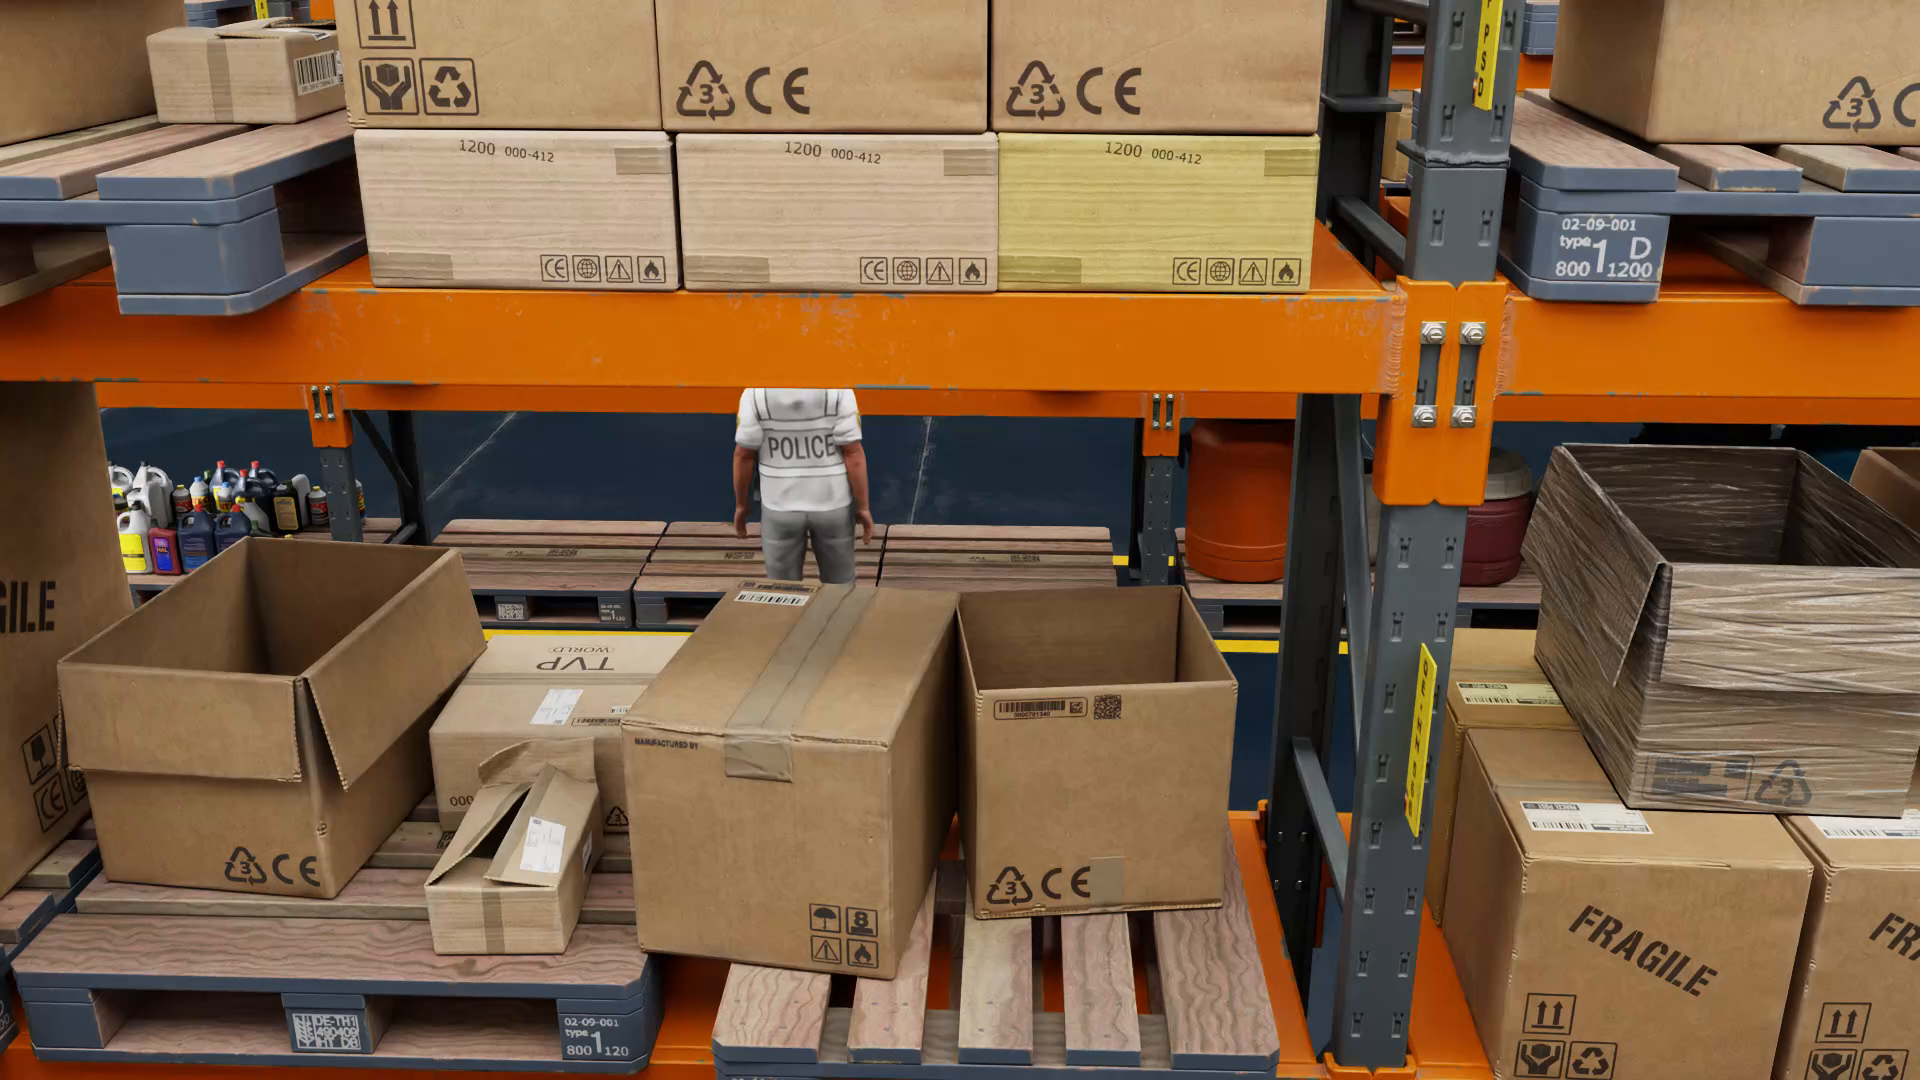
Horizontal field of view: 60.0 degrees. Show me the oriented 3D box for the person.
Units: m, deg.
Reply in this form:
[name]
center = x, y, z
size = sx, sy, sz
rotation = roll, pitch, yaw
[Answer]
[person]
center = -0.704, -0.148, 7.455
size = 0.618, 1.775, 0.453
rotation = -2, 21, -5
